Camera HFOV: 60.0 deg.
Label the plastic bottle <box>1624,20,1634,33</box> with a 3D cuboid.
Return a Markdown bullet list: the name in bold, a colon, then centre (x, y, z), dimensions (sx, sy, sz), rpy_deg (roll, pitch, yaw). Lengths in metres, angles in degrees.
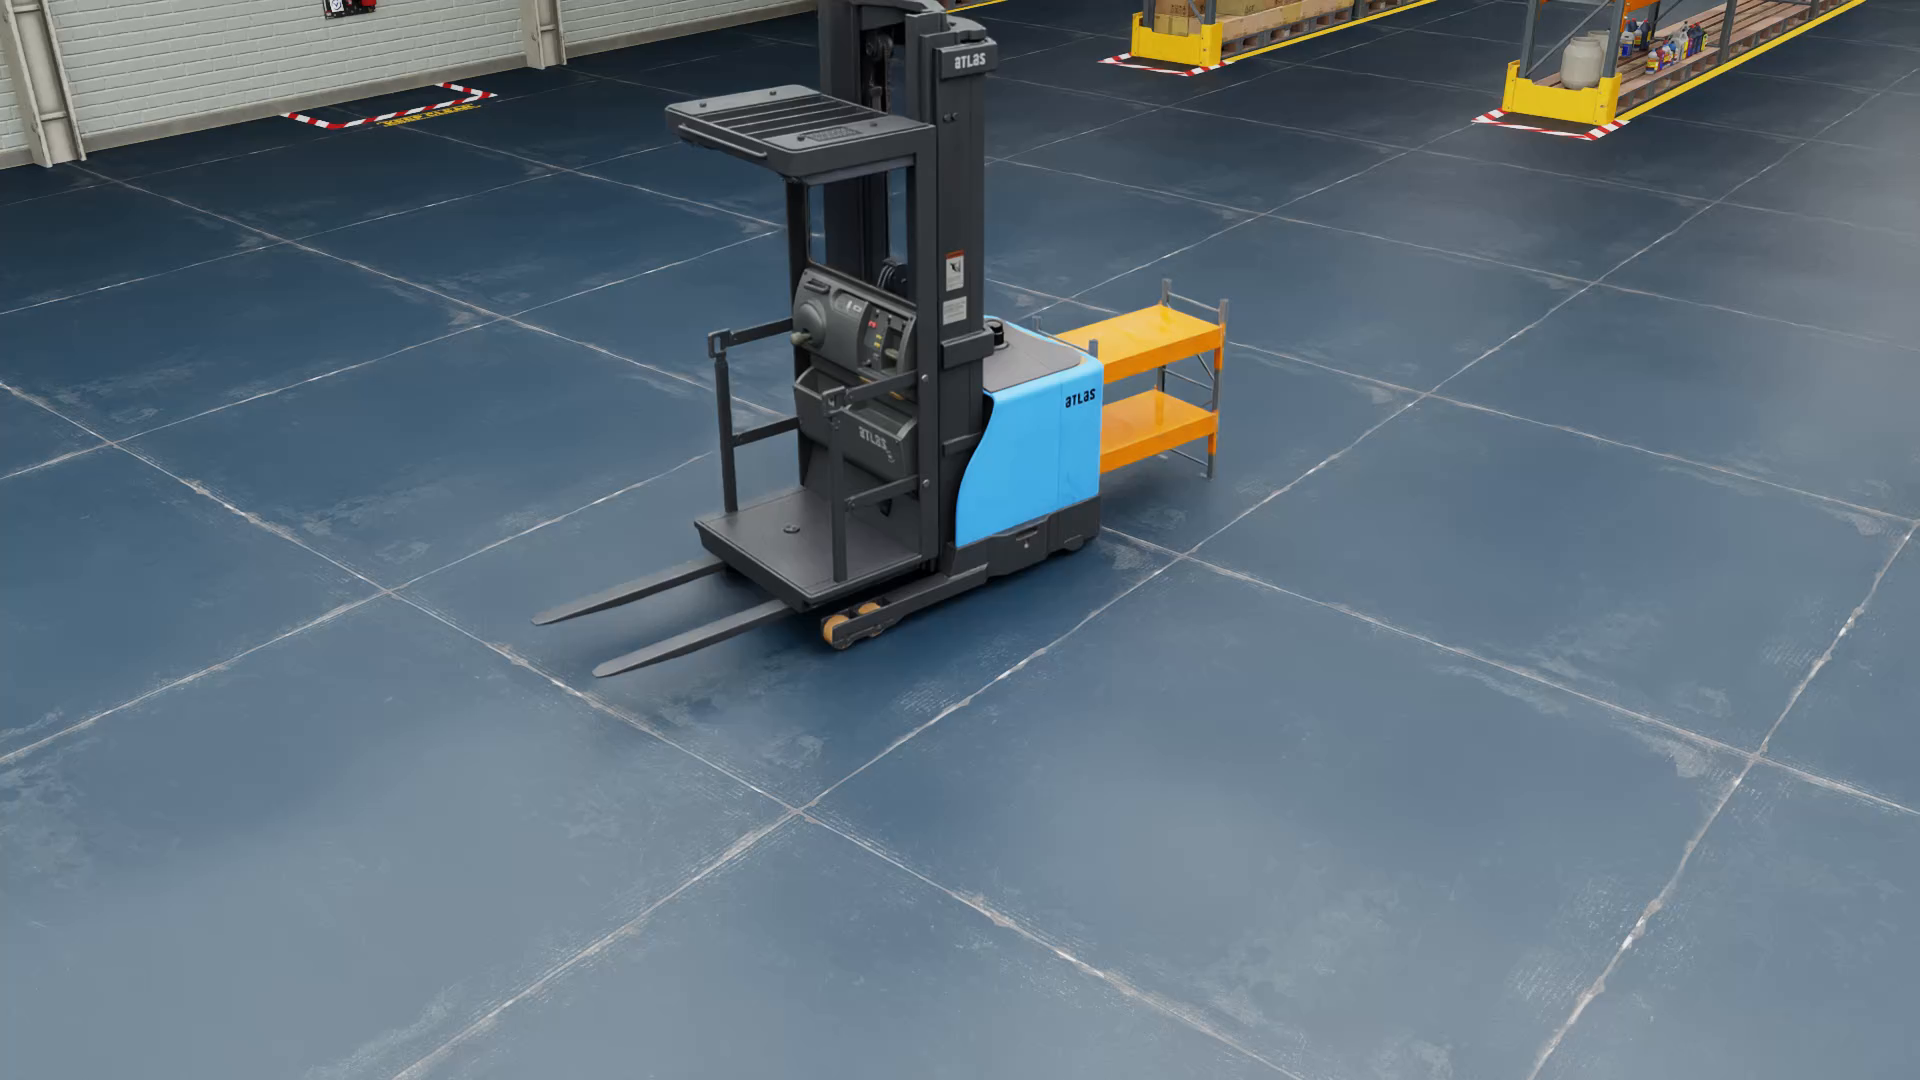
- **plastic bottle**: centre (8.139, -6.165, 20.307), dimensions (0.144, 0.351, 0.185), rpy_deg (19, 33, 32)

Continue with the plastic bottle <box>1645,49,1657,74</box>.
- **plastic bottle**: centre (7.942, -5.495, 19.099), dimensions (0.097, 0.271, 0.097), rpy_deg (0, 27, 0)

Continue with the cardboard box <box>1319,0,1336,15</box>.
- **cardboard box**: centre (4.821, -7.390, 22.806), dimensions (0.500, 0.250, 0.500), rpy_deg (21, 34, 34)

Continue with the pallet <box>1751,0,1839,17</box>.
- **pallet**: centre (12.107, -7.850, 24.194), dimensions (1.003, 0.211, 1.213), rpy_deg (21, 34, 34)

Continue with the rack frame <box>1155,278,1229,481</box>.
- **rack frame**: centre (1.357, -0.945, 9.853), dimensions (0.032, 1.125, 0.500), rpy_deg (-21, 34, -34)

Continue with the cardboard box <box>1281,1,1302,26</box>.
- **cardboard box**: centre (4.197, -7.031, 22.112), dimensions (0.500, 0.250, 0.500), rpy_deg (21, 34, 34)

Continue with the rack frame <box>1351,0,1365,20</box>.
- **rack frame**: centre (5.273, -8.827, 23.049), dimensions (1.000, 3.000, 0.127), rpy_deg (21, 34, 34)

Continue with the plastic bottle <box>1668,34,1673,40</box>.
- **plastic bottle**: centre (8.483, -5.893, 19.854), dimensions (0.061, 0.283, 0.133), rpy_deg (21, 34, 34)

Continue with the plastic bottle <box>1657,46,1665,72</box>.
- **plastic bottle**: centre (8.101, -5.576, 19.241), dimensions (0.061, 0.283, 0.133), rpy_deg (21, 34, 35)

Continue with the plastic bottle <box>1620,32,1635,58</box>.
- **plastic bottle**: centre (7.999, -5.947, 19.967), dimensions (0.152, 0.276, 0.135), rpy_deg (21, 34, 34)

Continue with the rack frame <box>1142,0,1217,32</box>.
- **rack frame**: centre (2.729, -7.409, 20.307), dimensions (1.000, 3.000, 0.127), rpy_deg (21, 34, 34)

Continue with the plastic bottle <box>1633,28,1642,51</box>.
- **plastic bottle**: centre (8.260, -6.110, 20.287), dimensions (0.097, 0.271, 0.097), rpy_deg (0, 27, 0)

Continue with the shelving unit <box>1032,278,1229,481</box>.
- **shelving unit**: centre (0.963, -0.798, 9.568), dimensions (1.048, 1.125, 0.538), rpy_deg (-21, 34, -34)

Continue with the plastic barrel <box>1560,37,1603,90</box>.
- **plastic barrel**: centre (6.908, -5.297, 18.476), dimensions (0.421, 0.512, 0.421), rpy_deg (0, 27, 0)

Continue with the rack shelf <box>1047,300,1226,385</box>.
- **rack shelf**: centre (0.963, -1.058, 9.433), dimensions (1.000, 0.278, 0.538), rpy_deg (-21, 34, -34)

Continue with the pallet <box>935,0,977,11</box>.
- **pallet**: centre (-0.504, -7.922, 24.333), dimensions (1.003, 0.211, 1.213), rpy_deg (21, 34, 34)

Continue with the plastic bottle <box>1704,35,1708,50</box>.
- **plastic bottle**: centre (9.103, -6.111, 20.365), dimensions (0.097, 0.201, 0.097), rpy_deg (0, 27, 0)

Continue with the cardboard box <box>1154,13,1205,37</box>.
- **cardboard box**: centre (2.842, -6.651, 21.377), dimensions (0.500, 0.250, 0.500), rpy_deg (21, 34, 34)

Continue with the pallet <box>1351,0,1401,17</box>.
- **pallet**: centre (5.712, -7.861, 24.217), dimensions (1.003, 0.211, 1.213), rpy_deg (21, 34, 34)

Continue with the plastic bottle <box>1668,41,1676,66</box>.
- **plastic bottle**: centre (8.353, -5.724, 19.541), dimensions (0.097, 0.271, 0.097), rpy_deg (0, 27, 0)

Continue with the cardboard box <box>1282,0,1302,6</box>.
- **cardboard box**: centre (4.198, -7.364, 21.939), dimensions (0.500, 0.500, 0.500), rpy_deg (21, 34, 34)

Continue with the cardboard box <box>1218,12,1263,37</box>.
- **cardboard box**: centre (3.557, -6.678, 21.429), dimensions (0.500, 0.250, 0.500), rpy_deg (21, 34, 34)

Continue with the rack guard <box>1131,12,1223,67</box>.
- **rack guard**: centre (2.714, -6.290, 20.865), dimensions (1.175, 0.500, 0.348), rpy_deg (21, 34, 34)

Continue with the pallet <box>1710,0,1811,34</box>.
- **pallet**: centre (11.115, -7.295, 23.121), dimensions (1.003, 0.211, 1.213), rpy_deg (21, 34, 34)

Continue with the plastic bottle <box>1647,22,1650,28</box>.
- **plastic bottle**: centre (8.450, -6.229, 20.503), dimensions (0.061, 0.283, 0.133), rpy_deg (21, 34, 34)

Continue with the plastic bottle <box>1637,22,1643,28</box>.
- **plastic bottle**: centre (8.368, -6.256, 20.565), dimensions (0.152, 0.276, 0.135), rpy_deg (22, 35, 36)

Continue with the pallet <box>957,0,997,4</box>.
- **pallet**: centre (0.273, -8.352, 25.166), dimensions (1.003, 0.211, 1.213), rpy_deg (21, 34, 34)

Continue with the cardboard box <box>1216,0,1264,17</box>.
- **cardboard box**: centre (3.558, -7.010, 21.256), dimensions (0.500, 0.500, 0.500), rpy_deg (21, 34, 34)

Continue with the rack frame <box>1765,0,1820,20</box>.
- **rack frame**: centre (11.637, -8.797, 22.989), dimensions (1.000, 3.000, 0.127), rpy_deg (21, 34, 34)

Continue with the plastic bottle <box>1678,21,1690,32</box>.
- **plastic bottle**: centre (8.795, -6.127, 20.233), dimensions (0.144, 0.351, 0.185), rpy_deg (21, 34, 34)

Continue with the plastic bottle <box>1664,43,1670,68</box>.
- **plastic bottle**: centre (8.224, -5.652, 19.402), dimensions (0.097, 0.271, 0.097), rpy_deg (0, 27, 0)

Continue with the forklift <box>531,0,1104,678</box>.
- **forklift**: centre (-0.688, -1.037, 8.065), dimensions (3.031, 2.935, 1.130), rpy_deg (-21, 34, -34)

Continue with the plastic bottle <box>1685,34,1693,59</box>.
- **plastic bottle**: centre (8.712, -5.917, 19.900), dimensions (0.061, 0.283, 0.133), rpy_deg (23, 35, 38)

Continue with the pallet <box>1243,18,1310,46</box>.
- **pallet**: centre (3.959, -6.885, 22.328), dimensions (1.003, 0.211, 1.213), rpy_deg (21, 34, 34)

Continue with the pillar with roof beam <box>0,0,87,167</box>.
- **pillar with roof beam**: centre (-5.629, -6.508, 12.037), dimensions (9.100, 9.000, 0.400), rpy_deg (21, 34, 34)

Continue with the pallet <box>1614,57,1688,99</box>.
- **pallet**: centre (7.858, -5.479, 19.612), dimensions (1.003, 0.211, 1.213), rpy_deg (21, 34, 34)

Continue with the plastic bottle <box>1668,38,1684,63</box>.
- **plastic bottle**: centre (8.472, -5.812, 19.707), dimensions (0.152, 0.276, 0.135), rpy_deg (21, 34, 35)

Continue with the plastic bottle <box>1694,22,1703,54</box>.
- **plastic bottle**: centre (8.906, -6.085, 20.151), dimensions (0.144, 0.351, 0.185), rpy_deg (20, 33, 33)

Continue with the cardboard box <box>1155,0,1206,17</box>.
- **cardboard box**: centre (2.840, -6.985, 21.206), dimensions (0.500, 0.500, 0.500), rpy_deg (21, 34, 34)

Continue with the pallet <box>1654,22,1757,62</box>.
- **pallet**: centre (9.563, -6.430, 21.449), dimensions (1.003, 0.211, 1.213), rpy_deg (21, 34, 34)
